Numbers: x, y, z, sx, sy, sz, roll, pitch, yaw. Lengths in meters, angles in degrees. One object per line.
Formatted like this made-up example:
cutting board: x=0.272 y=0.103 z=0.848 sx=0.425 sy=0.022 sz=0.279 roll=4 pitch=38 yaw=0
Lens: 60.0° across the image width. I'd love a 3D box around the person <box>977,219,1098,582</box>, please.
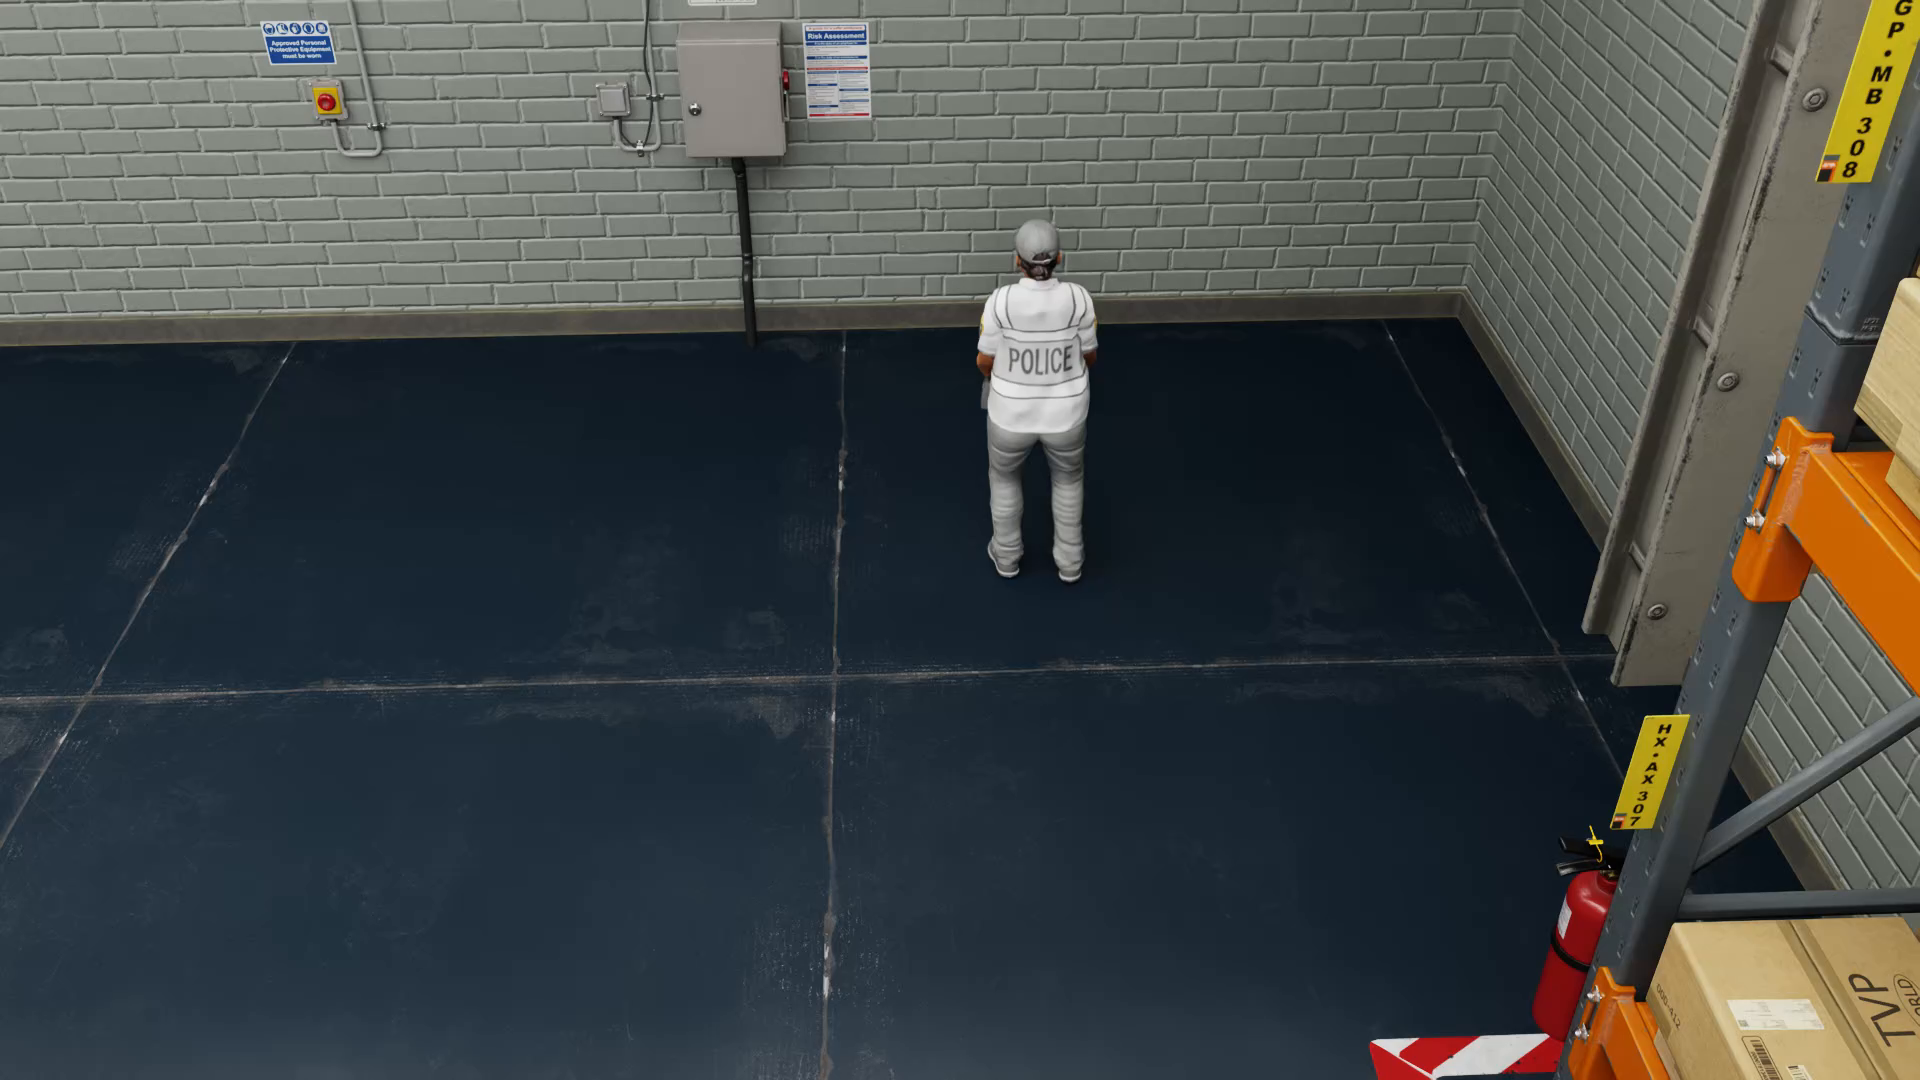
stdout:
person: x=0.316 y=-0.555 z=6.916 sx=0.502 sy=1.672 sz=0.466 roll=-2 pitch=35 yaw=-3
